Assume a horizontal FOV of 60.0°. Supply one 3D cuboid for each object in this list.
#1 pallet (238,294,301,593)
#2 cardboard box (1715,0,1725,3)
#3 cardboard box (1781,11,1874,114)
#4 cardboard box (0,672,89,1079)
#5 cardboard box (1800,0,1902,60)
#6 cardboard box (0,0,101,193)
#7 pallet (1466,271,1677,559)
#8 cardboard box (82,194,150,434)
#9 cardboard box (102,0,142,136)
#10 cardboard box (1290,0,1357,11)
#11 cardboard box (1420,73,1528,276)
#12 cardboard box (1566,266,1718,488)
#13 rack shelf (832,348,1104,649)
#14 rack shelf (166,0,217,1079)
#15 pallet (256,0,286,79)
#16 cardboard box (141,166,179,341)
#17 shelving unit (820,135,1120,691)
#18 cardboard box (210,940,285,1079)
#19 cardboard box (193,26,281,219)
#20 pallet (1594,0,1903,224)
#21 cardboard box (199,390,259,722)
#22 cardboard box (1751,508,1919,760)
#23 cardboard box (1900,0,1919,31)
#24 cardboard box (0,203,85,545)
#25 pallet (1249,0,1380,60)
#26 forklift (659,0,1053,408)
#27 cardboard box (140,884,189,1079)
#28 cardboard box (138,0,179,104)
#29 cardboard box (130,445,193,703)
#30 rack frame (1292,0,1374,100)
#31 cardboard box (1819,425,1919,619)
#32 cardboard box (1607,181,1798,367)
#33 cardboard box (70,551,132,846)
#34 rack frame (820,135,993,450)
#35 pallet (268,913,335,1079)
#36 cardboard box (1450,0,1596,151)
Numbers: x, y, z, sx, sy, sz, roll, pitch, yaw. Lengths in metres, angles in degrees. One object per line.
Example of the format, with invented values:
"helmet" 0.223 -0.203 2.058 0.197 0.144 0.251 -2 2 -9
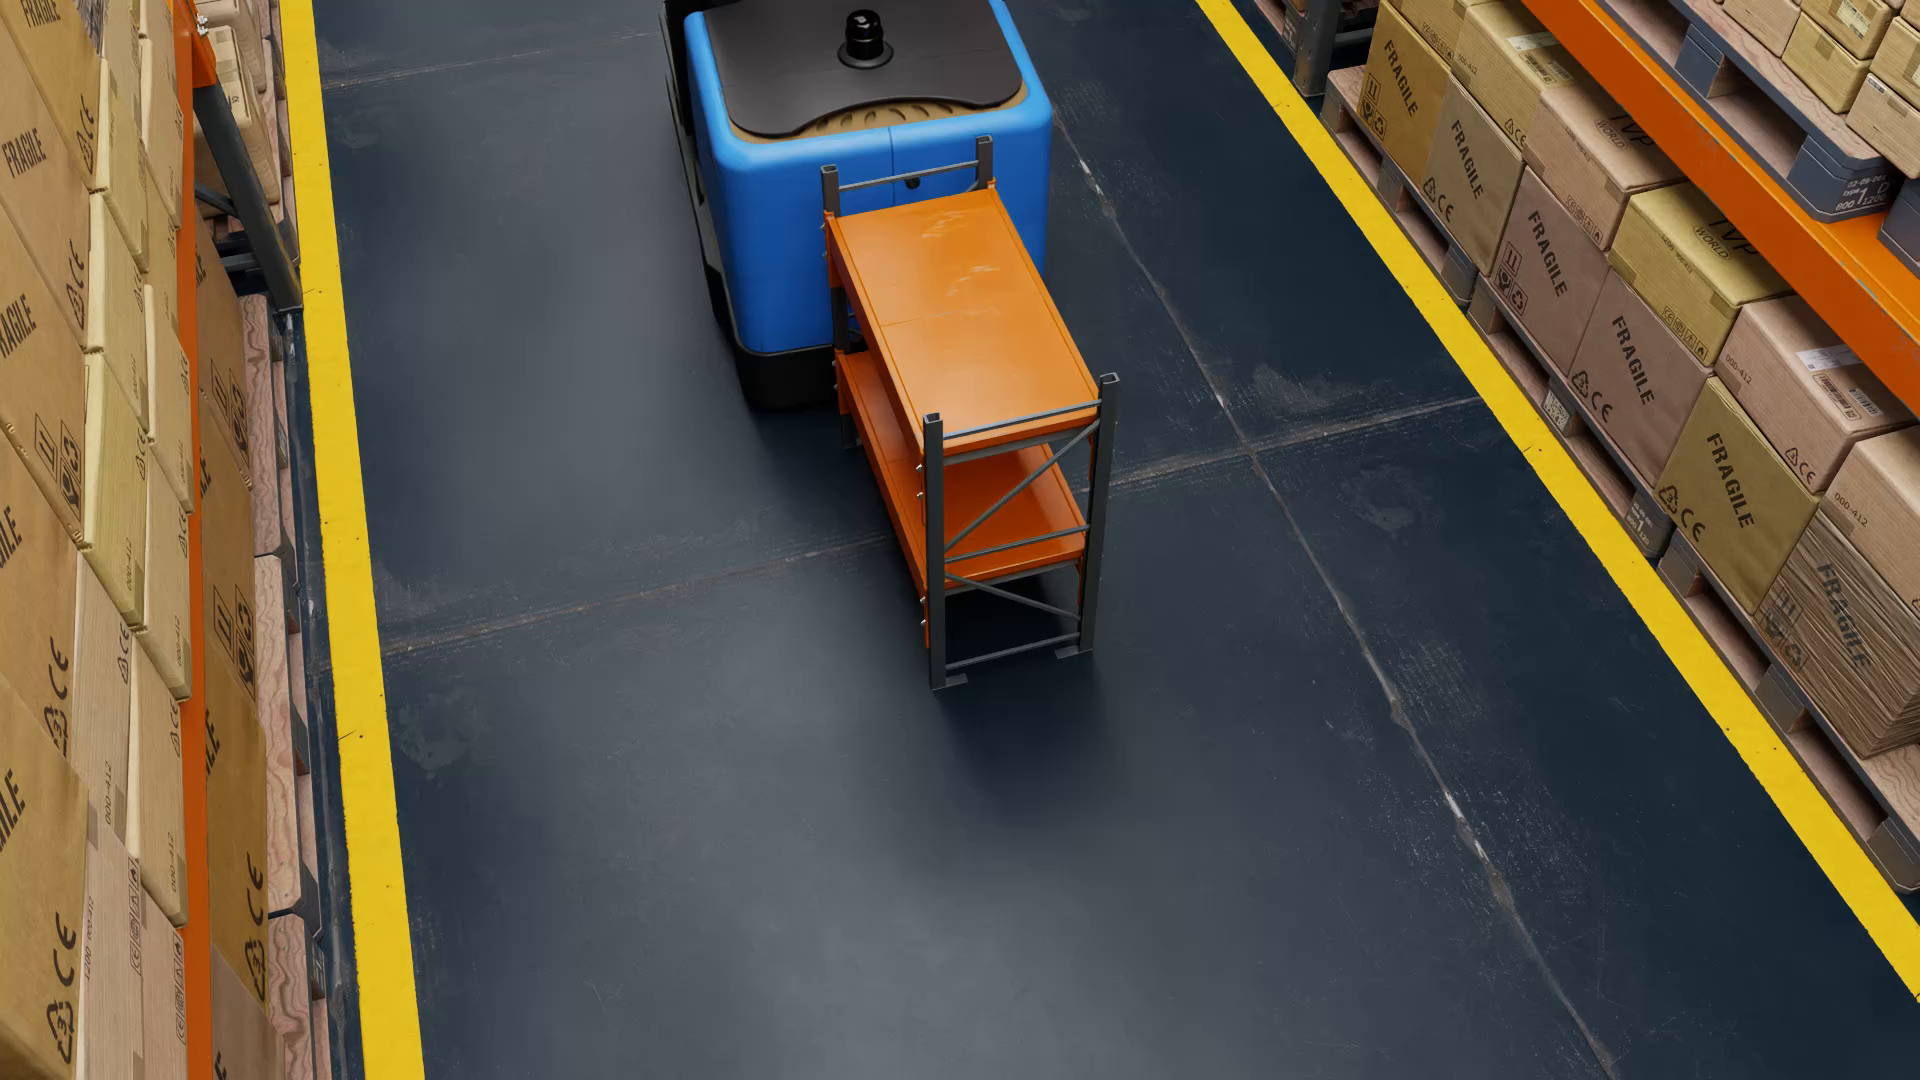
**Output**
"pallet" -2.679 -0.229 5.305 1.003 0.211 1.213 -13 51 -11
"cardboard box" 2.192 -1.627 4.550 0.380 0.149 0.250 -13 51 -10
"cardboard box" 2.347 -1.242 4.225 0.380 0.149 0.250 -11 51 -9
"cardboard box" -1.512 0.460 2.181 0.500 0.500 0.500 -13 51 -11
"cardboard box" 2.342 -1.350 4.121 0.380 0.149 0.250 -13 51 -11
"cardboard box" -2.137 -1.019 3.428 0.500 0.500 0.500 -13 51 -11
"pallet" 2.446 -0.554 5.579 1.003 0.211 1.213 -13 51 -11
"cardboard box" -1.974 -0.415 3.409 0.500 0.250 0.500 -15 51 -12
"cardboard box" -2.299 -1.163 4.040 0.500 0.250 0.500 -14 51 -12
"cardboard box" 1.765 -2.789 6.836 1.050 0.750 0.750 -14 51 -11
"cardboard box" 1.976 -1.302 5.746 0.500 0.500 0.500 -13 51 -11
"cardboard box" 2.283 -0.556 5.117 0.500 0.500 0.500 -14 51 -12
"rack shelf" 0.002 -0.200 5.003 0.538 0.278 1.000 -13 51 -11
"rack shelf" -2.248 -0.028 3.782 1.077 0.370 4.000 -13 51 -11
"pallet" -3.427 -2.282 7.036 1.003 0.211 1.213 -13 51 -11
"cardboard box" -2.143 -0.620 3.909 0.500 0.250 0.500 -14 51 -11
"shelving unit" 0.002 -0.358 4.816 0.538 1.125 1.048 -13 51 -11
"cardboard box" -1.917 1.316 3.294 0.875 0.875 0.875 -12 51 -10
"cardboard box" -2.997 -1.424 5.932 0.950 0.372 0.625 -16 52 -13
"pallet" 2.483 -1.415 4.606 1.003 0.211 1.213 -13 51 -11
"cardboard box" -2.455 0.005 4.399 0.875 0.875 0.875 -13 51 -11
"cardboard box" 2.582 0.195 4.484 0.500 0.500 0.500 -14 51 -12
"cardboard box" 2.435 -1.244 3.838 0.380 0.149 0.250 -15 51 -12
"cardboard box" -1.835 -0.272 2.798 0.500 0.500 0.500 -14 51 -12
"pallet" 1.698 -2.607 7.310 1.003 0.211 1.213 -13 51 -11
"forklift" -0.547 -2.539 5.473 1.130 2.935 3.031 -10 51 -9
"cardboard box" -1.535 0.868 2.654 0.500 0.250 0.500 -14 51 -12
"cardboard box" -2.442 -1.361 4.534 0.500 0.250 0.500 -15 51 -12
"cardboard box" -1.826 0.113 3.291 0.500 0.250 0.500 -14 51 -11
"rack frame" 1.859 -2.913 5.744 1.000 3.000 0.127 -13 51 -11
"cardboard box" 2.580 -0.050 4.200 0.500 0.250 0.500 -15 51 -12
"cardboard box" 2.271 -0.811 4.842 0.500 0.250 0.500 -15 52 -13
"cardboard box" -1.699 0.329 2.782 0.500 0.250 0.500 -13 51 -10
"rack frame" -0.148 -0.729 5.129 0.500 1.125 0.032 -13 51 -11
"pallet" -1.957 1.553 3.802 1.003 0.211 1.213 -13 51 -11
"cardboard box" 1.982 -1.556 5.470 0.500 0.250 0.500 -14 51 -11
